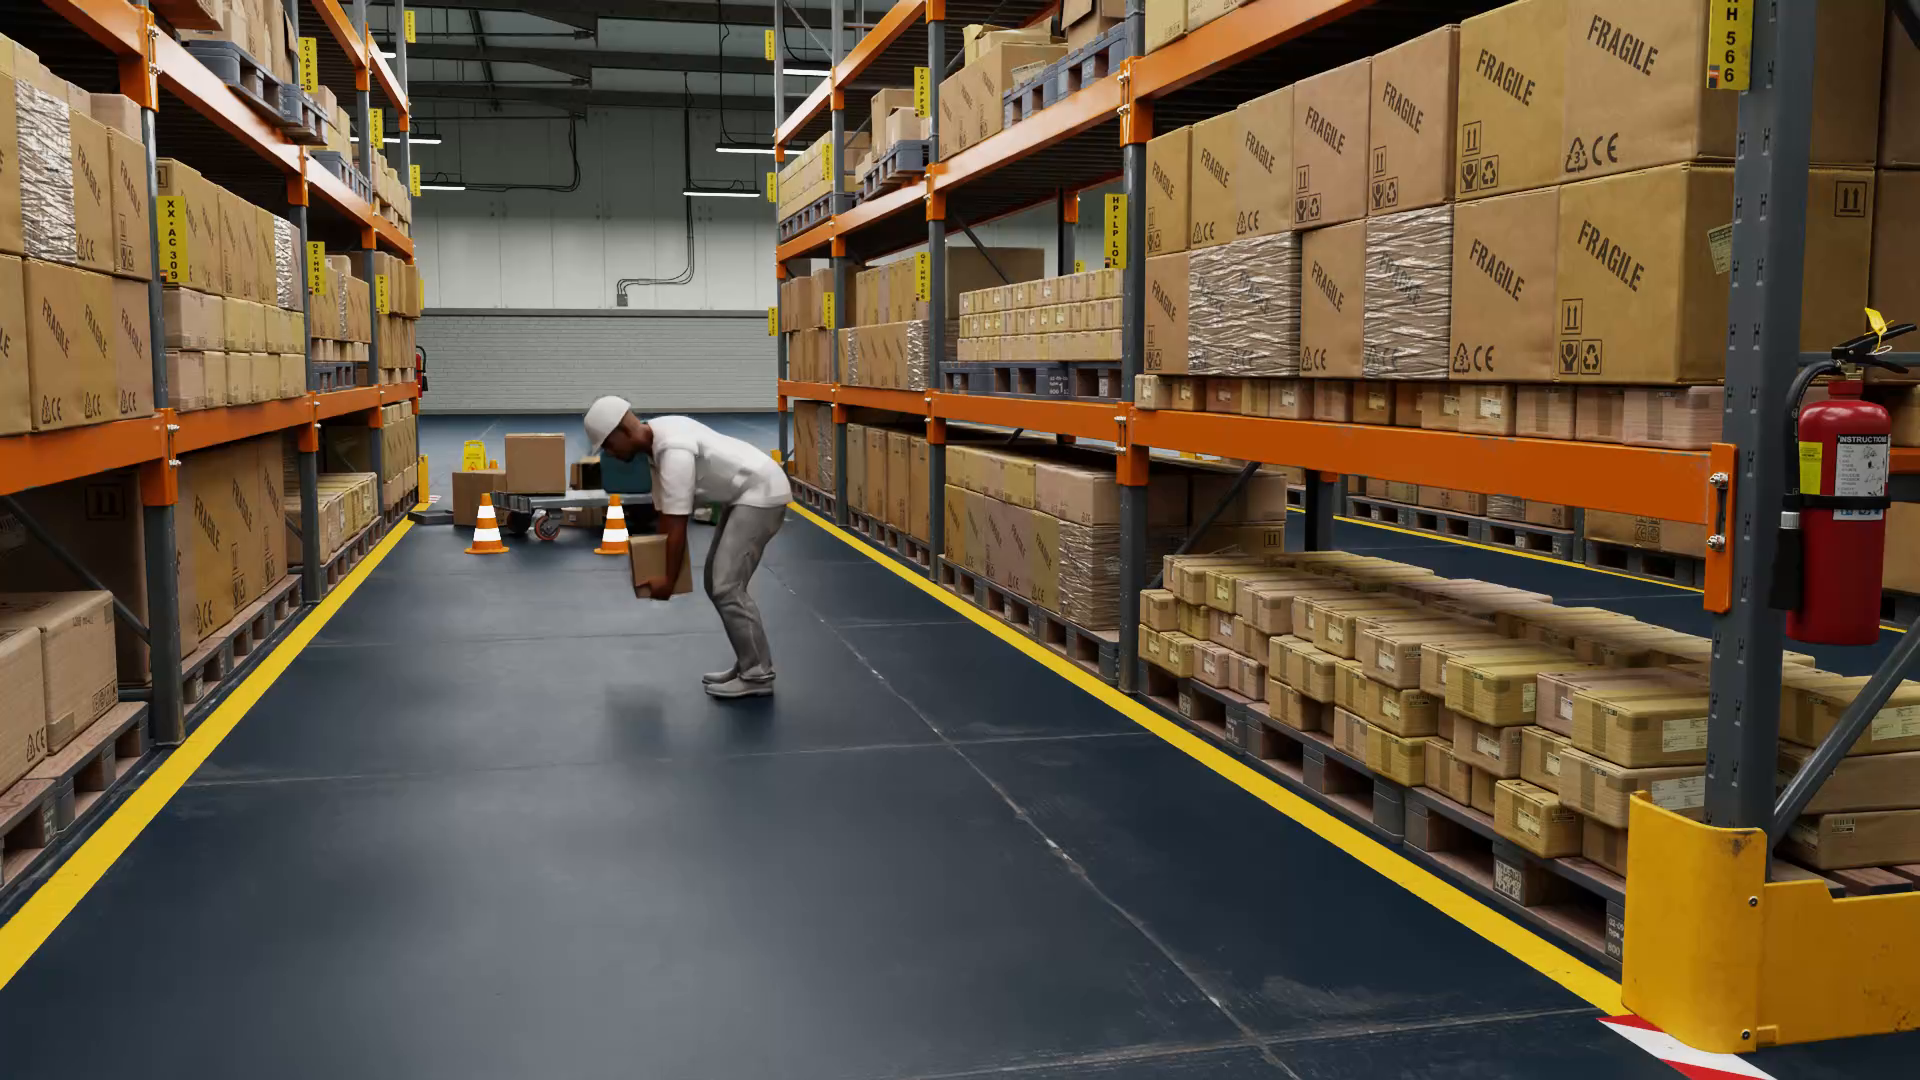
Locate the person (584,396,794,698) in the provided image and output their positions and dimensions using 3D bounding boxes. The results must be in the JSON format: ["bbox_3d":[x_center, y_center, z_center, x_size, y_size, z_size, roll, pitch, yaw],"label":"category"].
[{"bbox_3d":[-1.218,0.026,7.526,0.918,1.355,0.475,-2,6,-15],"label":"person"}]
